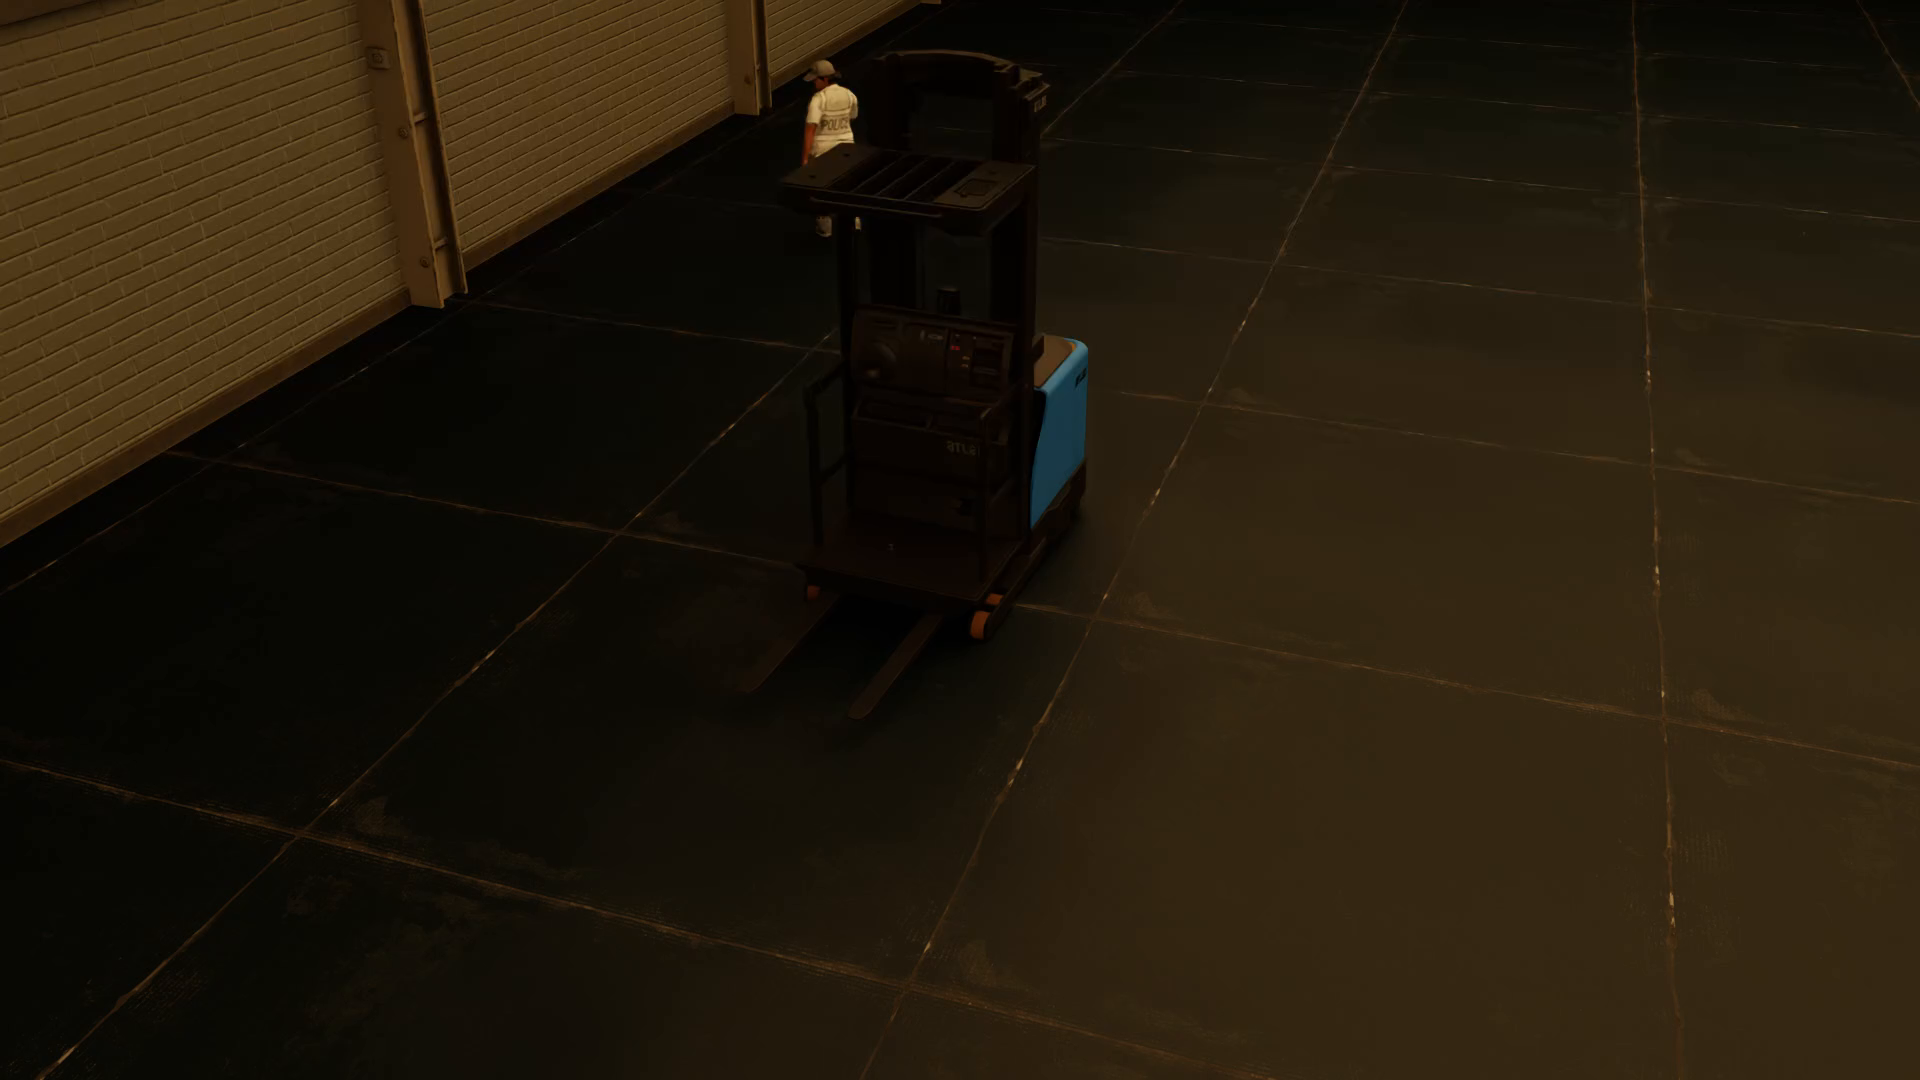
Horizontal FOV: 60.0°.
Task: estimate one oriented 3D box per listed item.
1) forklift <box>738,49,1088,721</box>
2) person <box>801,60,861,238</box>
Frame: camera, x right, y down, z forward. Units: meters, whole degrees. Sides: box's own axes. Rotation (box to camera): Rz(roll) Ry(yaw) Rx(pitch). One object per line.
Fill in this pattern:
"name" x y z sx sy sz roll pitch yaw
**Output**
"forklift" -0.234 -0.958 8.817 1.130 2.935 3.031 11 32 19
"person" -1.143 -3.355 14.388 0.583 1.596 0.671 -9 31 -15
